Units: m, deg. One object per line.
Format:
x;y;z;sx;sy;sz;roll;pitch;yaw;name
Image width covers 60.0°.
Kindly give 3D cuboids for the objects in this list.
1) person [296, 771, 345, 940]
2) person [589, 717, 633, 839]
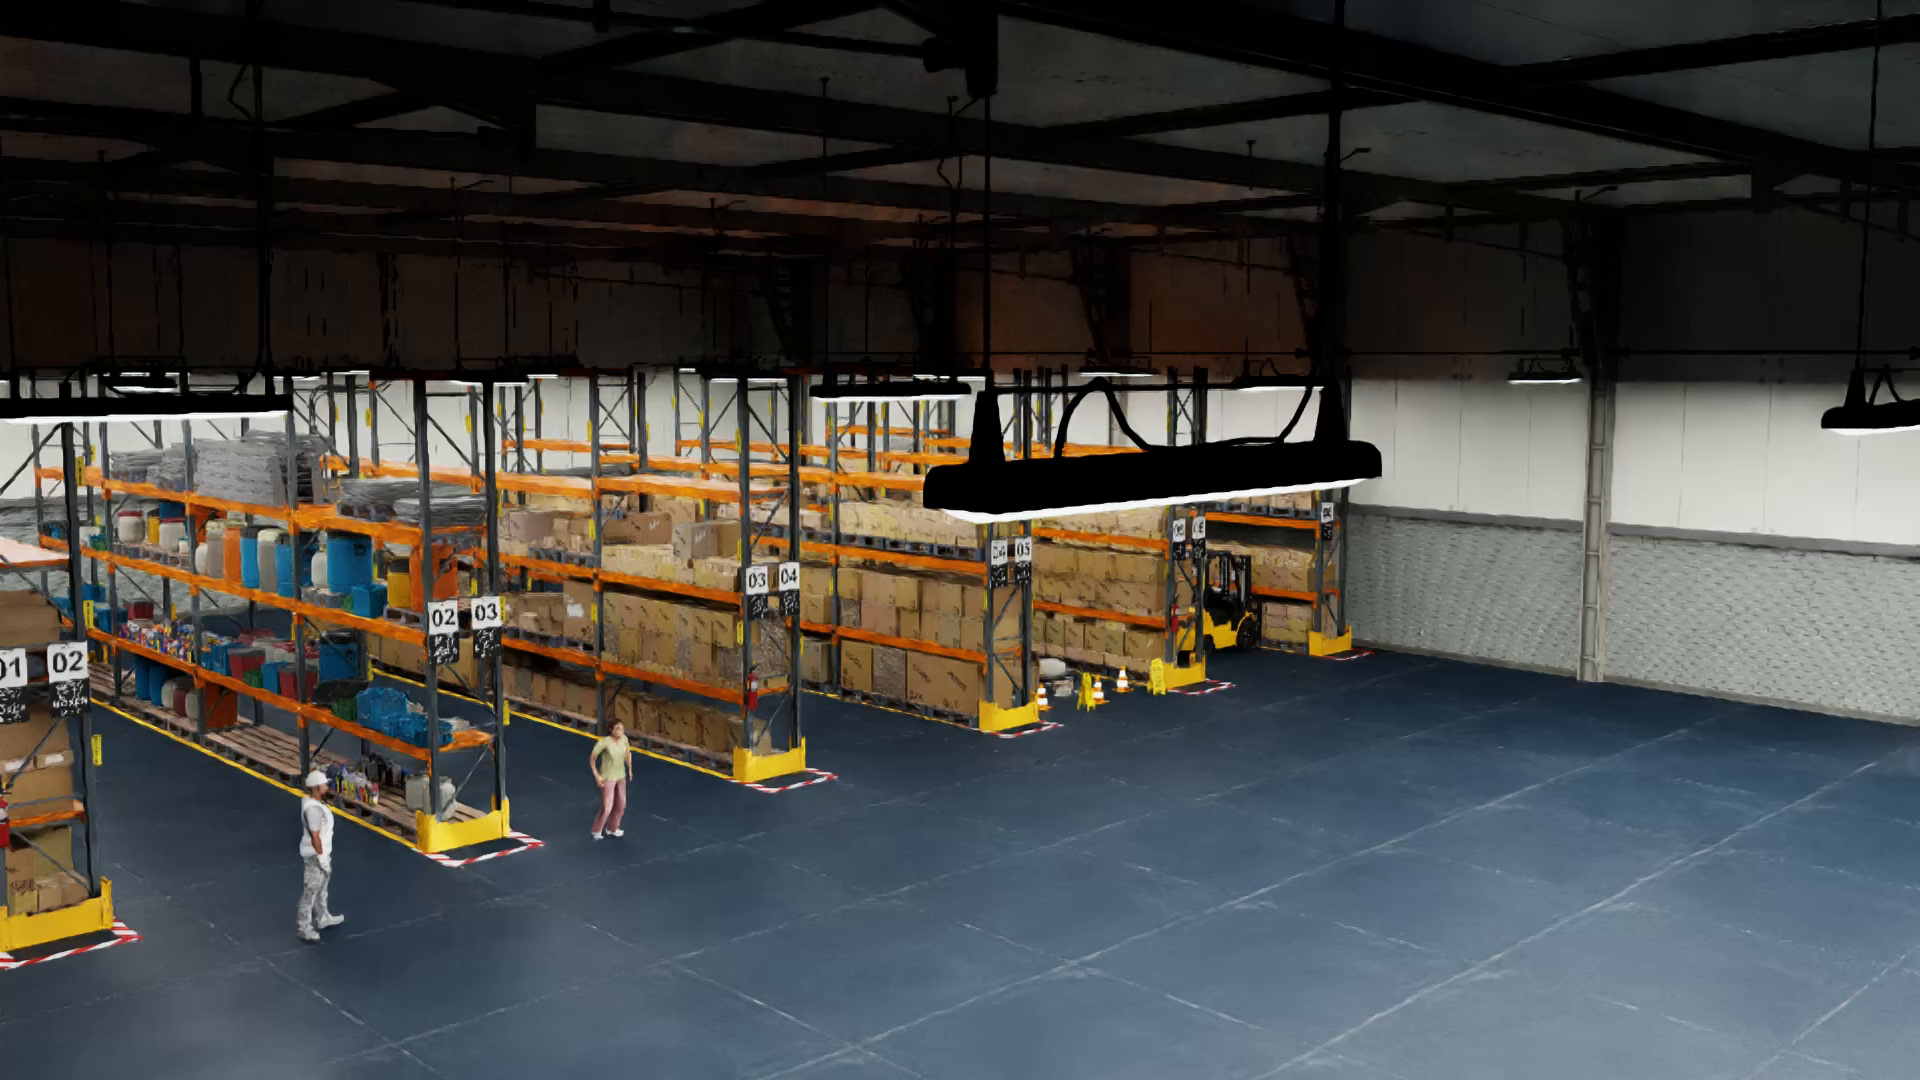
-6.998;3.399;18.105;0.477;1.788;0.646;-2;7;-19;person
-4.544;3.094;21.668;0.507;1.619;0.598;6;9;44;person
